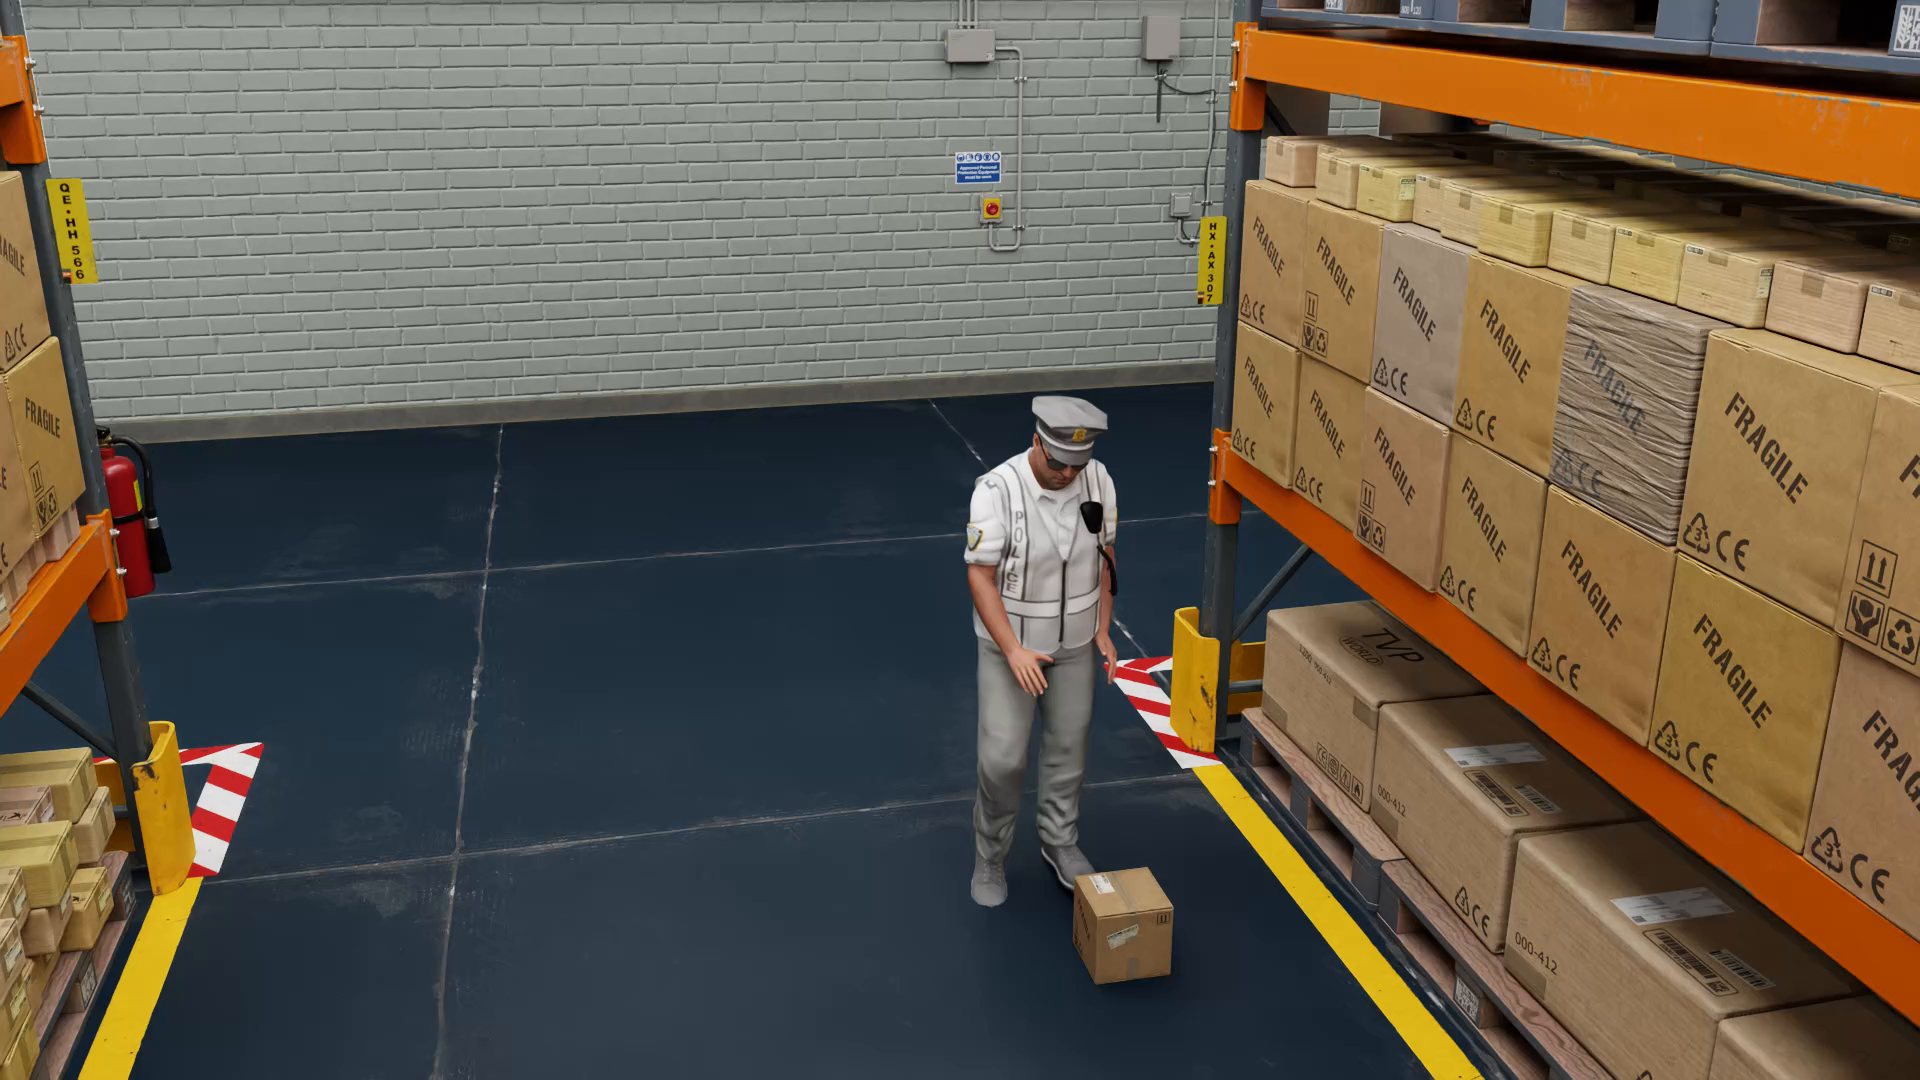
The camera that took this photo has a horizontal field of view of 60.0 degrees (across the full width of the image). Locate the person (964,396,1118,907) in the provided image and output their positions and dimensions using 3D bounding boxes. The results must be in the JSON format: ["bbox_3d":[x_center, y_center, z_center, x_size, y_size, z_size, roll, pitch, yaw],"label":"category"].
[{"bbox_3d":[0.288,0.401,5.516,0.551,1.801,0.595,-8,21,-22],"label":"person"}]
